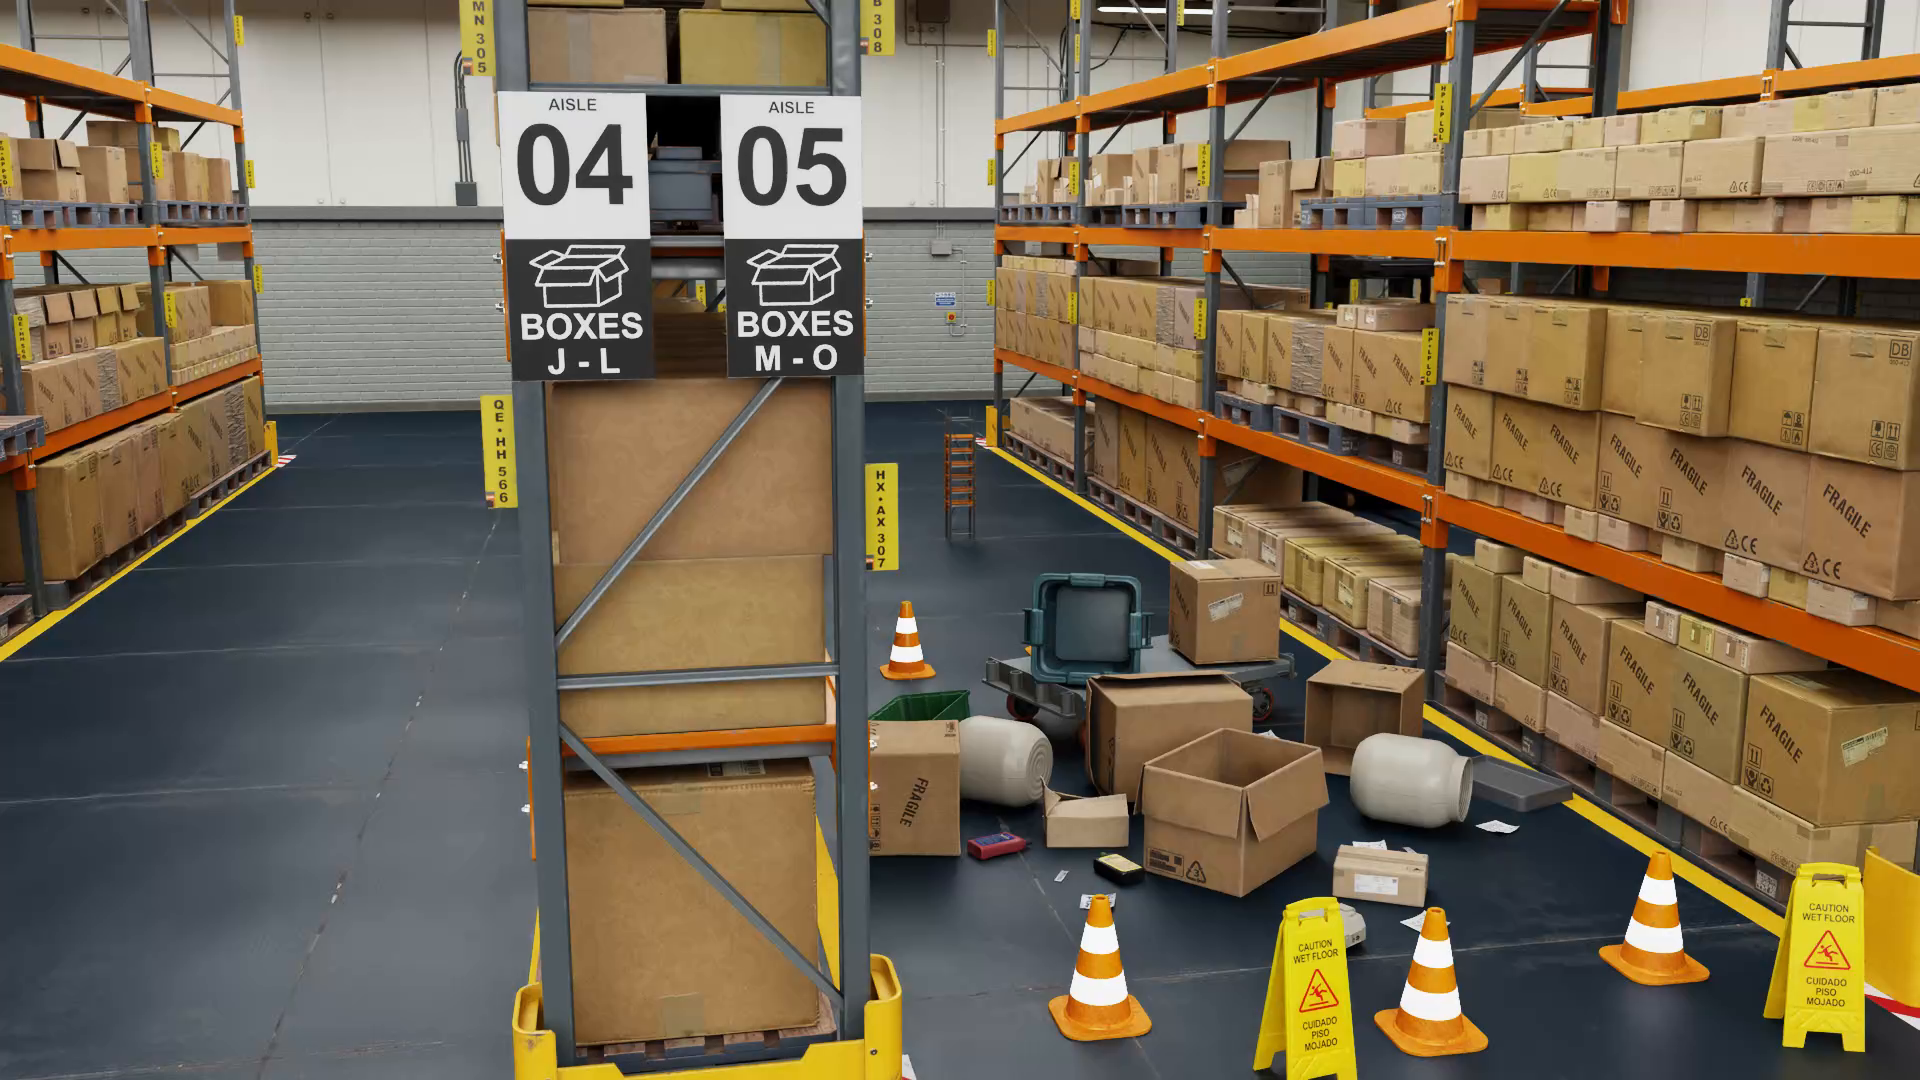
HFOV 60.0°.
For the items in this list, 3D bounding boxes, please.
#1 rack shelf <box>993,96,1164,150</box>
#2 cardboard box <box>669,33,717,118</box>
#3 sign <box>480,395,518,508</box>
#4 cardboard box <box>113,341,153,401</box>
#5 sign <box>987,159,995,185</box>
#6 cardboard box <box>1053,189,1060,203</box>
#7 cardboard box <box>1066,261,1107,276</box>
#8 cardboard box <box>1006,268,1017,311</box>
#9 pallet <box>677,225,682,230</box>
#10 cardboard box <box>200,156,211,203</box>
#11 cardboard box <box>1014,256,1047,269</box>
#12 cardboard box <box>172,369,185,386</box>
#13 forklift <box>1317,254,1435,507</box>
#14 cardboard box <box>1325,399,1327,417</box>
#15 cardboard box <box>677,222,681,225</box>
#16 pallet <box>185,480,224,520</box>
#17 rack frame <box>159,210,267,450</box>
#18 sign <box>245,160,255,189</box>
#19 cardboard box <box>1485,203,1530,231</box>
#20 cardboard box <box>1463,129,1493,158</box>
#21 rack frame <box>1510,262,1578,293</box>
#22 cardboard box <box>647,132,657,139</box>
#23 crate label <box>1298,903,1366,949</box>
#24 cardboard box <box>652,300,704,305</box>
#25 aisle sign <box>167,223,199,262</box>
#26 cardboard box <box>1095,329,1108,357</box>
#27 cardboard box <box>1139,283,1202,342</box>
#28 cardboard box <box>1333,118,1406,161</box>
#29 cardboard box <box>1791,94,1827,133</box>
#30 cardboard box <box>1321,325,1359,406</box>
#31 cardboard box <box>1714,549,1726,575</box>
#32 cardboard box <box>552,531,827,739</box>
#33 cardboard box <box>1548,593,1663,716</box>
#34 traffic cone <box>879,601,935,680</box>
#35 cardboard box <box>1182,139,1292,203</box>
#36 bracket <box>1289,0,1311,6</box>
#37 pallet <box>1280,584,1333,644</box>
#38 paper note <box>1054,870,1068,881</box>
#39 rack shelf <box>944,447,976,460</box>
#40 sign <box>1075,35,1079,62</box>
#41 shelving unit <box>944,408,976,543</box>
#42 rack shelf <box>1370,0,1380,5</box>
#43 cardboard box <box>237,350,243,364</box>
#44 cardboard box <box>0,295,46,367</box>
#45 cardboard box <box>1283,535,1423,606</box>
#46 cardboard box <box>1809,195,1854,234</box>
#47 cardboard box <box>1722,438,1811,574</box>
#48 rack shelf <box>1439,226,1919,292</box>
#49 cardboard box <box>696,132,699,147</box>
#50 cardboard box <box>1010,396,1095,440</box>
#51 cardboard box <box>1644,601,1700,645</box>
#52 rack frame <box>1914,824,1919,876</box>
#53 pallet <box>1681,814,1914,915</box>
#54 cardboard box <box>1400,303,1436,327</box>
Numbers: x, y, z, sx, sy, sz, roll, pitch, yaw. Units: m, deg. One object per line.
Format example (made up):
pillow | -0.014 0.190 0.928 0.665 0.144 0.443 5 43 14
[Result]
rack shelf | 1.331 -4.749 19.074 1.077 0.370 4.000 -2 11 -11
cardboard box | -0.724 -1.578 5.657 0.500 0.250 0.500 -2 11 -12
sign | -1.317 -0.254 4.776 0.100 0.325 0.005 -2 11 -11
cardboard box | -7.552 -1.507 14.824 0.500 0.500 0.500 -2 11 -9
sign | 0.397 -4.641 20.988 0.100 0.325 0.005 -2 11 -11
cardboard box | 1.231 -3.744 18.106 0.380 0.149 0.250 -2 11 -10
cardboard box | 1.348 -2.889 17.675 0.380 0.149 0.250 -2 11 -12
cardboard box | 0.863 -3.066 20.341 0.500 0.500 0.500 -2 11 -13
pallet | -2.161 -2.317 11.832 1.213 0.211 1.003 -2 11 -8
cardboard box | -8.634 -3.935 18.169 0.700 0.500 0.500 -3 11 -13
cardboard box | 0.867 -3.357 20.137 0.380 0.149 0.250 -2 11 -13
cardboard box | -7.732 -1.568 16.082 0.380 0.149 0.250 -2 11 -11
forklift | 4.353 -1.846 17.059 1.130 2.935 3.031 -2 11 -12
cardboard box | 2.770 -0.925 11.581 0.380 0.149 0.250 -3 11 -13
cardboard box | -2.188 -2.690 13.017 0.500 0.500 0.500 -2 11 -11
pallet | -8.072 -0.397 16.718 1.003 0.211 1.213 -2 11 -11
rack frame | -8.779 -2.358 19.564 1.000 3.000 0.127 -2 11 -11
sign | -8.244 -4.245 19.298 0.100 0.325 0.005 -2 11 -11
cardboard box | 3.090 -1.752 9.026 0.380 0.149 0.250 -2 11 -11
cardboard box | 3.017 -2.190 9.197 0.380 0.149 0.250 -2 11 -12
rack frame | 6.588 -2.166 18.555 1.000 3.000 0.127 -2 11 -11
cardboard box | -1.541 -1.836 7.011 0.500 0.250 0.500 -2 11 -12
crate label | 1.469 1.551 6.681 0.250 0.136 0.298 -9 14 -40
cardboard box | -2.161 -1.418 11.681 0.700 0.500 0.500 -2 11 -12
aisle sign | -9.087 -3.638 19.333 0.394 0.787 0.004 -2 11 -11
cardboard box | 1.658 -1.971 16.595 0.500 0.250 0.500 -2 11 -10
cardboard box | 1.943 -2.062 15.067 0.500 0.500 0.500 -2 11 -11
cardboard box | 2.818 -2.657 11.055 0.500 0.250 0.500 -2 11 -10
cardboard box | 3.620 -1.720 6.730 0.380 0.149 0.250 -2 11 -11
cardboard box | 2.769 -1.181 11.195 0.500 0.500 0.500 -2 11 -9
cardboard box | 3.593 0.090 7.373 0.380 0.149 0.250 -2 11 -10
cardboard box | -0.899 0.274 5.331 0.875 0.550 0.550 -2 11 -11
cardboard box | 3.341 0.569 8.408 0.500 0.500 0.500 -2 11 -8
traffic cone | -0.340 0.626 10.669 0.336 0.463 0.334 -2 11 -11
cardboard box | 2.277 -3.046 13.754 0.797 0.503 0.637 -3 11 -15
bracket | 5.198 -8.718 27.307 0.076 0.066 5.218 -2 11 -11
pallet | 2.882 0.485 12.083 1.003 0.211 1.213 -2 11 -11
paper note | 0.449 1.486 7.360 0.032 0.001 0.123 4 11 18
rack shelf | 0.003 -0.779 15.034 0.258 0.103 0.180 -2 11 -11
sign | 1.477 -6.181 20.892 0.100 0.325 0.005 -2 11 -11
shelving unit | 0.003 -0.587 15.070 0.258 1.200 0.189 -2 11 -11
rack shelf | 6.199 -6.759 19.678 1.077 0.370 4.000 -2 11 -11
cardboard box | -8.239 -2.042 18.573 0.380 0.149 0.250 -2 11 -10
cardboard box | -7.349 -1.568 12.460 0.797 0.503 0.637 -2 11 -9
cardboard box | 2.891 0.212 11.967 0.950 0.372 0.625 -2 11 -9
cardboard box | 3.611 -1.284 6.569 0.380 0.149 0.250 -2 11 -9
cardboard box | 3.585 -0.161 6.956 0.500 0.500 0.500 -2 11 -11
rack shelf | 3.665 -1.271 7.754 1.077 0.370 4.000 -2 11 -11
cardboard box | -0.878 -1.590 6.785 0.380 0.149 0.250 -2 11 -11
cardboard box | 1.169 -1.549 21.041 0.875 0.438 0.875 -3 11 -13
cardboard box | 3.410 0.376 7.687 0.380 0.149 0.250 -2 11 -9
rack frame | 4.054 0.216 6.040 1.000 3.000 0.127 -2 11 -11
pallet | 3.916 1.422 7.163 1.003 0.211 1.213 -2 11 -11
cardboard box | 3.219 -1.533 11.305 0.380 0.149 0.250 -1 11 -8
